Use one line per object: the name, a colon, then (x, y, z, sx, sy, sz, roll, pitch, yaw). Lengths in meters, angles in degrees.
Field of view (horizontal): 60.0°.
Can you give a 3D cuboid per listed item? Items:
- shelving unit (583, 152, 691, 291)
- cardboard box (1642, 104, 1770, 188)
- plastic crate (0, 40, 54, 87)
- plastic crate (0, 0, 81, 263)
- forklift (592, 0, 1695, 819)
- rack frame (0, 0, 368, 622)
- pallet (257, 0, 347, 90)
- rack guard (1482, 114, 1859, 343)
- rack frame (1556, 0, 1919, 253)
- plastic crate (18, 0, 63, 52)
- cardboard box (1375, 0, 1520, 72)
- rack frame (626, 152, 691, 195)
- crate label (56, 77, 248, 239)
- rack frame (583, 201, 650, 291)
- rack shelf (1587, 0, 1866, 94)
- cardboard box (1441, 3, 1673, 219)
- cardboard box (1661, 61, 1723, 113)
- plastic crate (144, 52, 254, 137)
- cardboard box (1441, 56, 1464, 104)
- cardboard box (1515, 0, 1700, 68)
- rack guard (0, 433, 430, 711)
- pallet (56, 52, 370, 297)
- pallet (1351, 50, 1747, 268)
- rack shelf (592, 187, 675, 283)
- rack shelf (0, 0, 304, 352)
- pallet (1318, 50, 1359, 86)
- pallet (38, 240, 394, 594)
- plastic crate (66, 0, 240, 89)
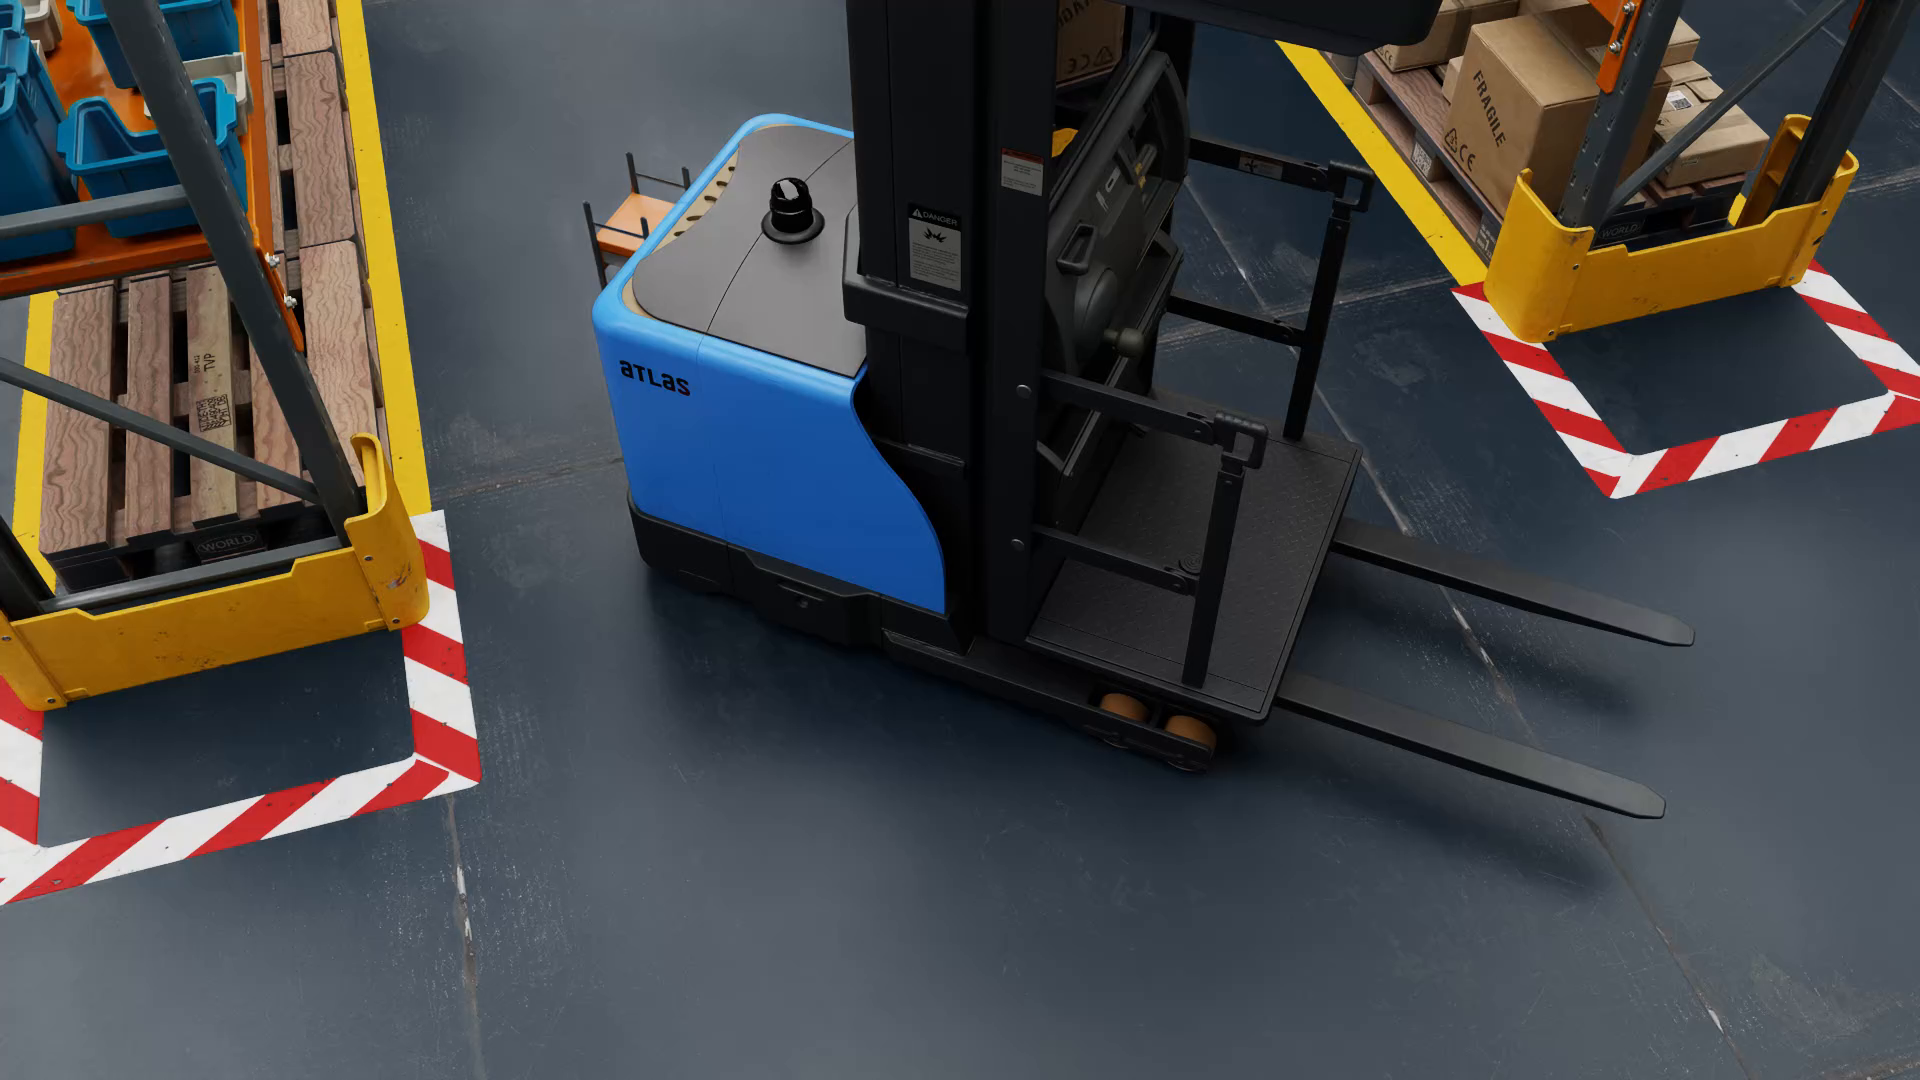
shelving unit: (-0.922, -0.672, 5.130, 0.215, 1.050, 0.252, 17, 52, 14)
cardboard box: (2.706, -1.452, 6.089, 0.380, 0.149, 0.250, -13, 51, -11)
plastic crate: (-2.645, -1.217, 4.447, 0.396, 0.136, 0.243, -13, 51, -11)
plastic crate: (-2.509, -0.961, 4.036, 0.616, 0.435, 0.499, -13, 51, -11)
forklift: (0.573, -0.759, 3.973, 3.031, 2.935, 1.130, 18, 52, 15)
rack frame: (-2.231, -0.728, 3.902, 1.000, 3.000, 0.127, -13, 51, -11)
pallet: (-3.160, -2.222, 6.986, 1.003, 0.211, 1.213, -13, 51, -11)
rack guard: (2.479, -1.095, 5.846, 1.175, 0.500, 0.348, -13, 51, -11)
rack frame: (2.502, -1.845, 4.844, 1.000, 3.000, 0.127, -13, 51, -11)
plastic crate: (-2.717, -1.432, 4.629, 0.396, 0.136, 0.243, -13, 51, -11)
cardboard box: (1.853, -2.143, 6.605, 0.500, 0.250, 0.500, -13, 51, -11)
rack frame: (-0.876, -0.758, 5.203, 0.200, 1.050, 0.008, 17, 52, 14)
crate label: (-1.990, -0.948, 4.158, 0.416, 0.233, 0.303, -13, 51, -11)
rack frame: (-0.967, -0.585, 5.057, 0.200, 1.050, 0.008, 17, 52, 14)
rack shelf: (1.910, -3.074, 6.350, 1.077, 0.370, 4.000, -13, 51, -11)
cardboard box: (2.105, -1.523, 5.919, 0.500, 0.500, 0.500, -13, 51, -11)
cardboard box: (2.632, -1.640, 6.236, 0.380, 0.166, 0.250, -13, 51, -11)
plastic crate: (-2.006, -1.170, 4.408, 0.250, 0.136, 0.298, -13, 51, -11)
cardboard box: (2.072, -1.731, 6.313, 0.380, 0.166, 0.250, -13, 51, -11)
cardboard box: (2.464, -1.927, 6.424, 0.500, 0.250, 0.500, -13, 51, -11)
rack guard: (-2.212, 0.092, 4.845, 1.175, 0.500, 0.348, -13, 51, -11)
pallet: (-2.795, -1.330, 6.233, 1.003, 0.211, 1.213, -13, 51, -11)
pallet: (2.242, -1.584, 6.447, 1.003, 0.211, 1.213, -13, 51, -11)
rack shelf: (-0.922, -0.848, 4.921, 0.215, 0.259, 0.240, 17, 52, 14)
rack shelf: (-2.823, -1.957, 5.408, 1.077, 0.370, 4.000, -13, 51, -11)
pallet: (1.885, -2.473, 7.197, 1.003, 0.211, 1.213, -13, 51, -11)
pallet: (-2.438, -0.440, 5.483, 1.003, 0.211, 1.213, -13, 51, -11)
plastic crate: (-2.185, -1.429, 4.563, 0.416, 0.233, 0.300, -13, 51, -11)
